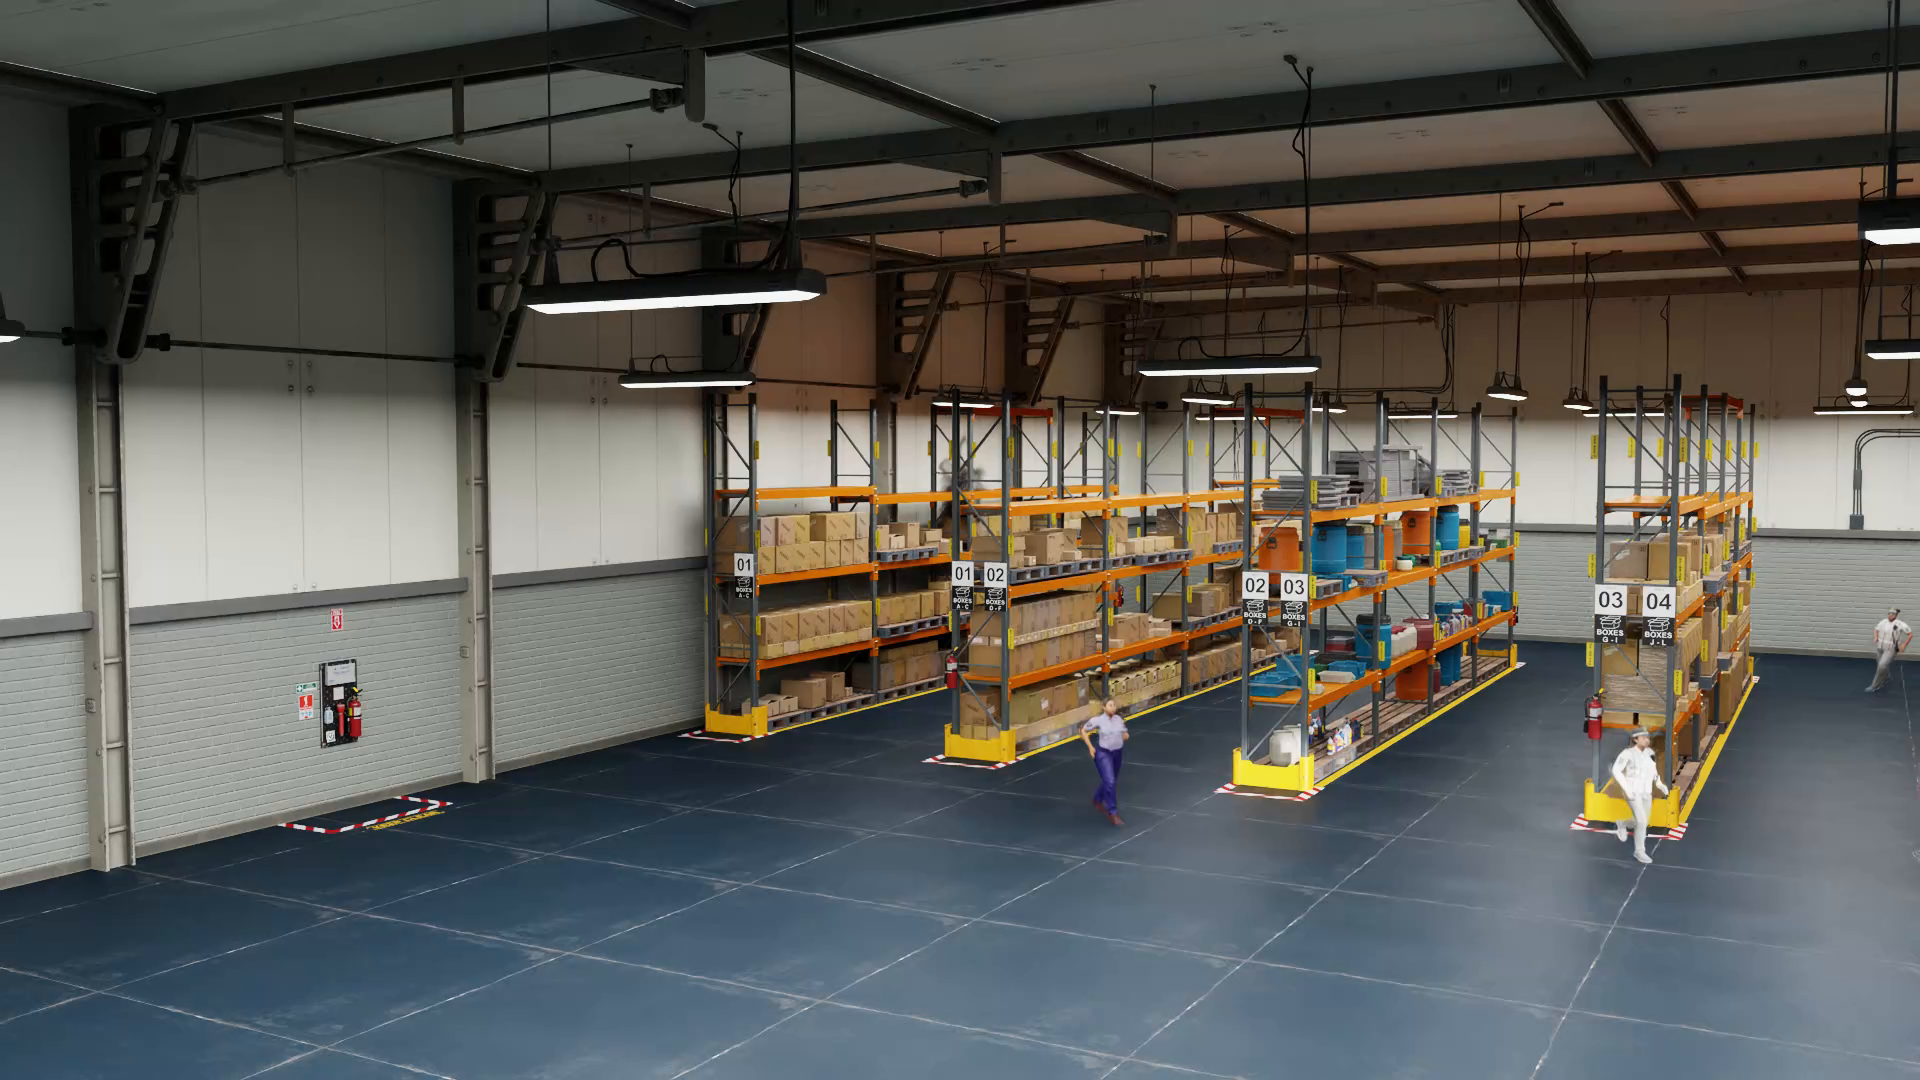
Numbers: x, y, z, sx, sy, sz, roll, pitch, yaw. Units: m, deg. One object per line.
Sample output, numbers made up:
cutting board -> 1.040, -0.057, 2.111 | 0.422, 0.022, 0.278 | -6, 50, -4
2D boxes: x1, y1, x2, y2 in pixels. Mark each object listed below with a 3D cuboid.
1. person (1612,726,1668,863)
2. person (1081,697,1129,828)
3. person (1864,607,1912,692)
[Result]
person -> 8.274, 3.082, 20.450 | 0.602, 1.657, 0.707 | -1, 3, -18
person -> 2.005, 2.956, 22.420 | 0.594, 1.678, 0.858 | -2, 4, -34
person -> 19.244, 2.258, 34.497 | 0.959, 1.769, 0.745 | -2, 3, -27
